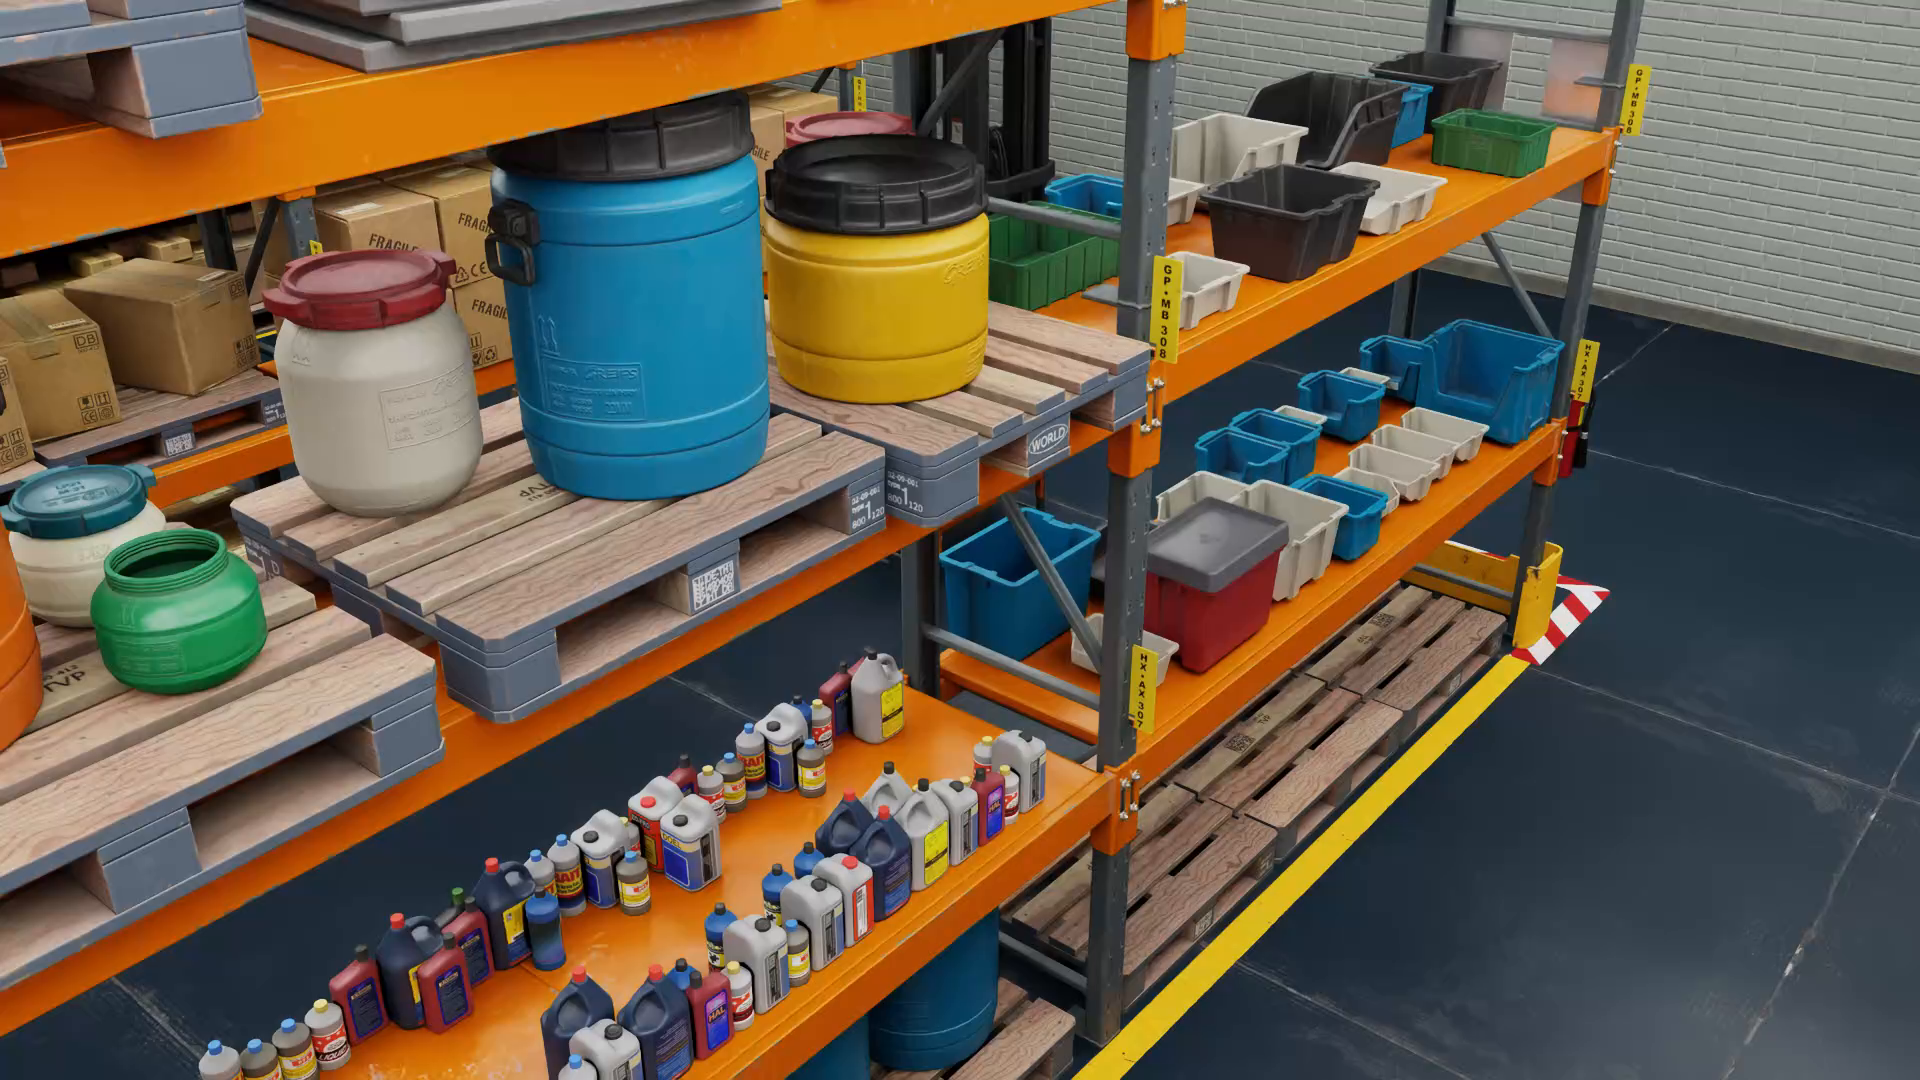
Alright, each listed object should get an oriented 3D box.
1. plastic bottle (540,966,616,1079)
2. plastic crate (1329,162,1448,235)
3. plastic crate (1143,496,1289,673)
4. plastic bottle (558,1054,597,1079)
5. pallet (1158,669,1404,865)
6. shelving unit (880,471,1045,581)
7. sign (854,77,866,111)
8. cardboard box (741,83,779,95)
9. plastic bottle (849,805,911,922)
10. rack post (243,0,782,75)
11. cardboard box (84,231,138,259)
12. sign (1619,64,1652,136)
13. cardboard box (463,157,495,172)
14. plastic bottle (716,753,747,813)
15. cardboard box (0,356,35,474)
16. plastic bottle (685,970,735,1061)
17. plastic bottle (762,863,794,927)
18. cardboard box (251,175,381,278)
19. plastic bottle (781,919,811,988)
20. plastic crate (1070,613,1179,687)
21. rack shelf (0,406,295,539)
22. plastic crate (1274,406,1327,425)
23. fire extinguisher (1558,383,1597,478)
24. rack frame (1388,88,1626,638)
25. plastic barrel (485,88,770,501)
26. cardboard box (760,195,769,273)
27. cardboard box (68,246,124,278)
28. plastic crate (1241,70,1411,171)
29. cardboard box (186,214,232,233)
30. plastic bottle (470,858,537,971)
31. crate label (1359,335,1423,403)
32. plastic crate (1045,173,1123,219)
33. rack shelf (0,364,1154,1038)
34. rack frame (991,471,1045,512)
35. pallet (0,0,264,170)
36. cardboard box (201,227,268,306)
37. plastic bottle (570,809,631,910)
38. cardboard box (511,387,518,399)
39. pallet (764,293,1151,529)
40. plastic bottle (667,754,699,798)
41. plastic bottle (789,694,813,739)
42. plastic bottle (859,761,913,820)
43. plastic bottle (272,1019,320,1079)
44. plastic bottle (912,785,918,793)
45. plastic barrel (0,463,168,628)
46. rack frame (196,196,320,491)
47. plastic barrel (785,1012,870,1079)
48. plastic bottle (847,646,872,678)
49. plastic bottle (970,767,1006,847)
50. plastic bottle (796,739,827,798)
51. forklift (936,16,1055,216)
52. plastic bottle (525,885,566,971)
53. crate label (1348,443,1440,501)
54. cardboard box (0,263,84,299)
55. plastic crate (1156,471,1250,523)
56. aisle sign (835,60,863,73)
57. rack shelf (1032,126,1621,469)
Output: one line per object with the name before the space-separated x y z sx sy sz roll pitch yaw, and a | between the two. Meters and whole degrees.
plastic bottle | -1.033 1.312 4.503 0.144 0.351 0.185 21 34 34
plastic crate | 1.624 -1.354 6.624 0.437 0.136 0.530 21 34 34
plastic crate | 0.964 0.176 6.510 0.402 0.464 0.583 21 34 34
plastic bottle | -0.987 1.448 4.326 0.097 0.271 0.097 0 27 0
pallet | 1.416 1.007 8.074 1.003 0.211 1.213 21 34 34
shelving unit | 0.004 -0.502 9.996 0.538 1.125 1.048 21 34 34
sign | -0.657 -2.878 10.944 0.100 0.325 0.005 21 34 34
cardboard box | -1.558 -2.801 11.202 0.500 0.500 0.500 22 35 36
plastic bottle | -0.247 0.984 5.138 0.144 0.351 0.185 21 34 34
rack post | -0.986 -1.213 3.345 0.954 0.300 0.937 -24 36 -38
cardboard box | -6.632 -2.308 13.004 0.380 0.149 0.250 20 33 33
sign | 3.182 -2.074 7.844 0.100 0.325 0.005 21 34 34
cardboard box | -2.445 -1.913 9.486 0.500 0.500 0.500 20 33 33
plastic bottle | -0.775 0.813 5.630 0.097 0.201 0.097 0 27 0
cardboard box | -4.693 -0.561 7.504 0.700 0.500 0.500 12 30 22
plastic bottle | -0.697 1.294 4.610 0.061 0.283 0.133 21 34 34
plastic bottle | -0.545 1.092 5.014 0.097 0.271 0.097 0 27 0
cardboard box | -3.495 -1.718 9.109 0.500 0.500 0.500 21 34 35
plastic bottle | -0.490 1.202 4.878 0.097 0.201 0.097 0 27 0
plastic crate | 0.609 0.442 6.353 0.396 0.136 0.243 21 34 34
rack shelf | -4.889 0.054 7.663 1.077 0.370 4.000 21 34 34
plastic crate | 1.637 -0.532 8.235 0.250 0.136 0.298 21 34 34
fire extinguisher | 3.194 -0.664 8.759 0.296 0.674 0.183 21 34 34
rack frame | 2.747 -0.944 8.809 1.000 3.000 0.127 21 34 34
plastic barrel | -0.765 -0.617 3.911 0.600 0.901 0.708 21 34 34
cardboard box | -1.475 -2.014 10.769 0.500 0.500 0.500 21 34 35
cardboard box | -6.528 -2.088 12.580 0.380 0.149 0.250 22 35 36
plastic crate | 1.563 -1.787 7.243 0.504 0.338 0.767 21 34 34
cardboard box | -6.145 -2.579 13.528 0.380 0.149 0.250 21 34 35
plastic bottle | -1.350 1.084 4.943 0.144 0.351 0.185 21 34 34
crate label | 2.336 -0.905 8.851 0.416 0.233 0.303 21 34 34
plastic crate | 0.536 -1.199 6.221 0.416 0.233 0.300 21 34 34
rack shelf | -1.069 0.171 4.173 1.077 0.370 4.000 21 34 34
rack frame | 0.328 -0.682 10.345 0.500 1.125 0.032 21 34 34
pallet | -1.859 -0.757 2.560 1.213 0.211 1.003 21 34 34
cardboard box | -5.903 -2.282 13.660 0.700 0.500 0.500 19 33 33
plastic bottle | -1.122 0.993 5.201 0.152 0.276 0.135 21 34 34
cardboard box | -2.426 -0.729 10.632 0.797 0.503 0.637 21 34 34
pallet | -0.220 -0.467 4.830 1.213 0.211 1.003 21 34 34
plastic bottle | -0.924 0.847 5.476 0.061 0.283 0.133 21 34 34
plastic bottle | -0.566 0.665 5.840 0.097 0.271 0.097 0 27 0
plastic bottle | -0.241 0.876 5.346 0.144 0.351 0.185 21 34 34
plastic bottle | -1.808 1.389 4.518 0.097 0.201 0.097 0 27 0
plastic bottle | -0.139 0.897 5.468 0.097 0.201 0.097 0 27 0
plastic barrel | -1.773 0.013 3.390 0.301 0.262 0.301 0 27 0
rack frame | -3.617 -0.974 8.869 1.000 3.000 0.127 21 34 34
plastic barrel | -0.607 1.659 5.605 0.600 0.901 0.708 21 34 34
plastic bottle | -0.360 0.532 6.084 0.061 0.283 0.133 21 34 34
plastic bottle | 0.090 0.856 5.458 0.061 0.283 0.133 21 34 34
plastic bottle | -0.510 0.775 5.703 0.097 0.201 0.097 0 27 0
forklift | -0.114 -3.065 12.984 3.031 2.935 1.130 22 35 36
plastic bottle | -1.229 1.139 4.923 0.097 0.271 0.097 0 27 0
crate label | 2.014 -0.307 7.800 0.396 0.136 0.243 21 34 34
cardboard box | -6.887 -1.732 12.597 0.700 0.500 0.500 21 34 35
plastic crate | 1.079 -0.140 7.478 0.293 0.136 0.466 21 34 34
aisle sign | -0.793 -3.482 10.887 0.394 0.787 0.004 21 34 34
rack shelf | 1.475 -1.247 6.915 1.077 0.370 4.000 21 34 34
